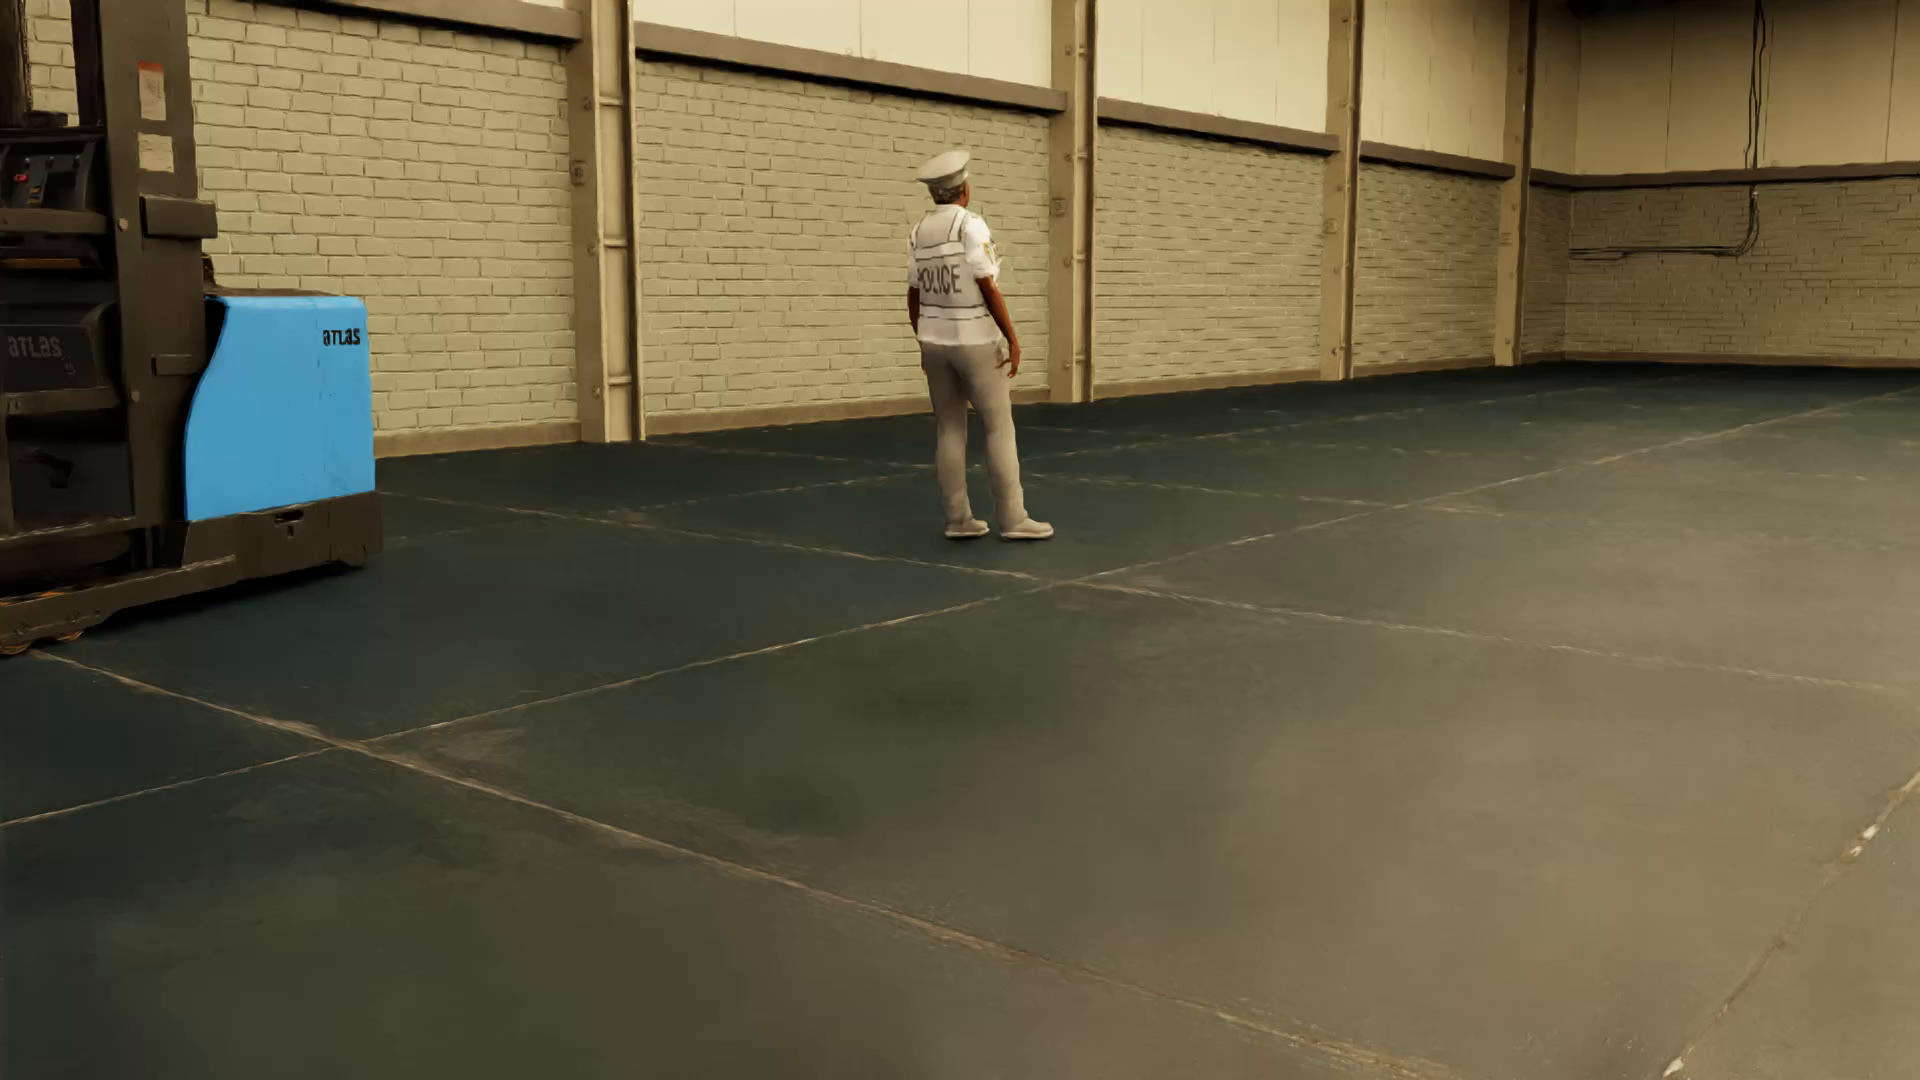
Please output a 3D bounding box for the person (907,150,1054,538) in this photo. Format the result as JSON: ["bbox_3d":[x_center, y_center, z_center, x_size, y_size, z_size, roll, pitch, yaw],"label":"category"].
[{"bbox_3d":[0.062,-0.853,7.327,0.570,1.695,0.529,7,11,38],"label":"person"}]

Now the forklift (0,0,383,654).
[{"bbox_3d":[-3.271,-1.168,5.263,1.130,2.935,3.031,3,9,19],"label":"forklift"}]
